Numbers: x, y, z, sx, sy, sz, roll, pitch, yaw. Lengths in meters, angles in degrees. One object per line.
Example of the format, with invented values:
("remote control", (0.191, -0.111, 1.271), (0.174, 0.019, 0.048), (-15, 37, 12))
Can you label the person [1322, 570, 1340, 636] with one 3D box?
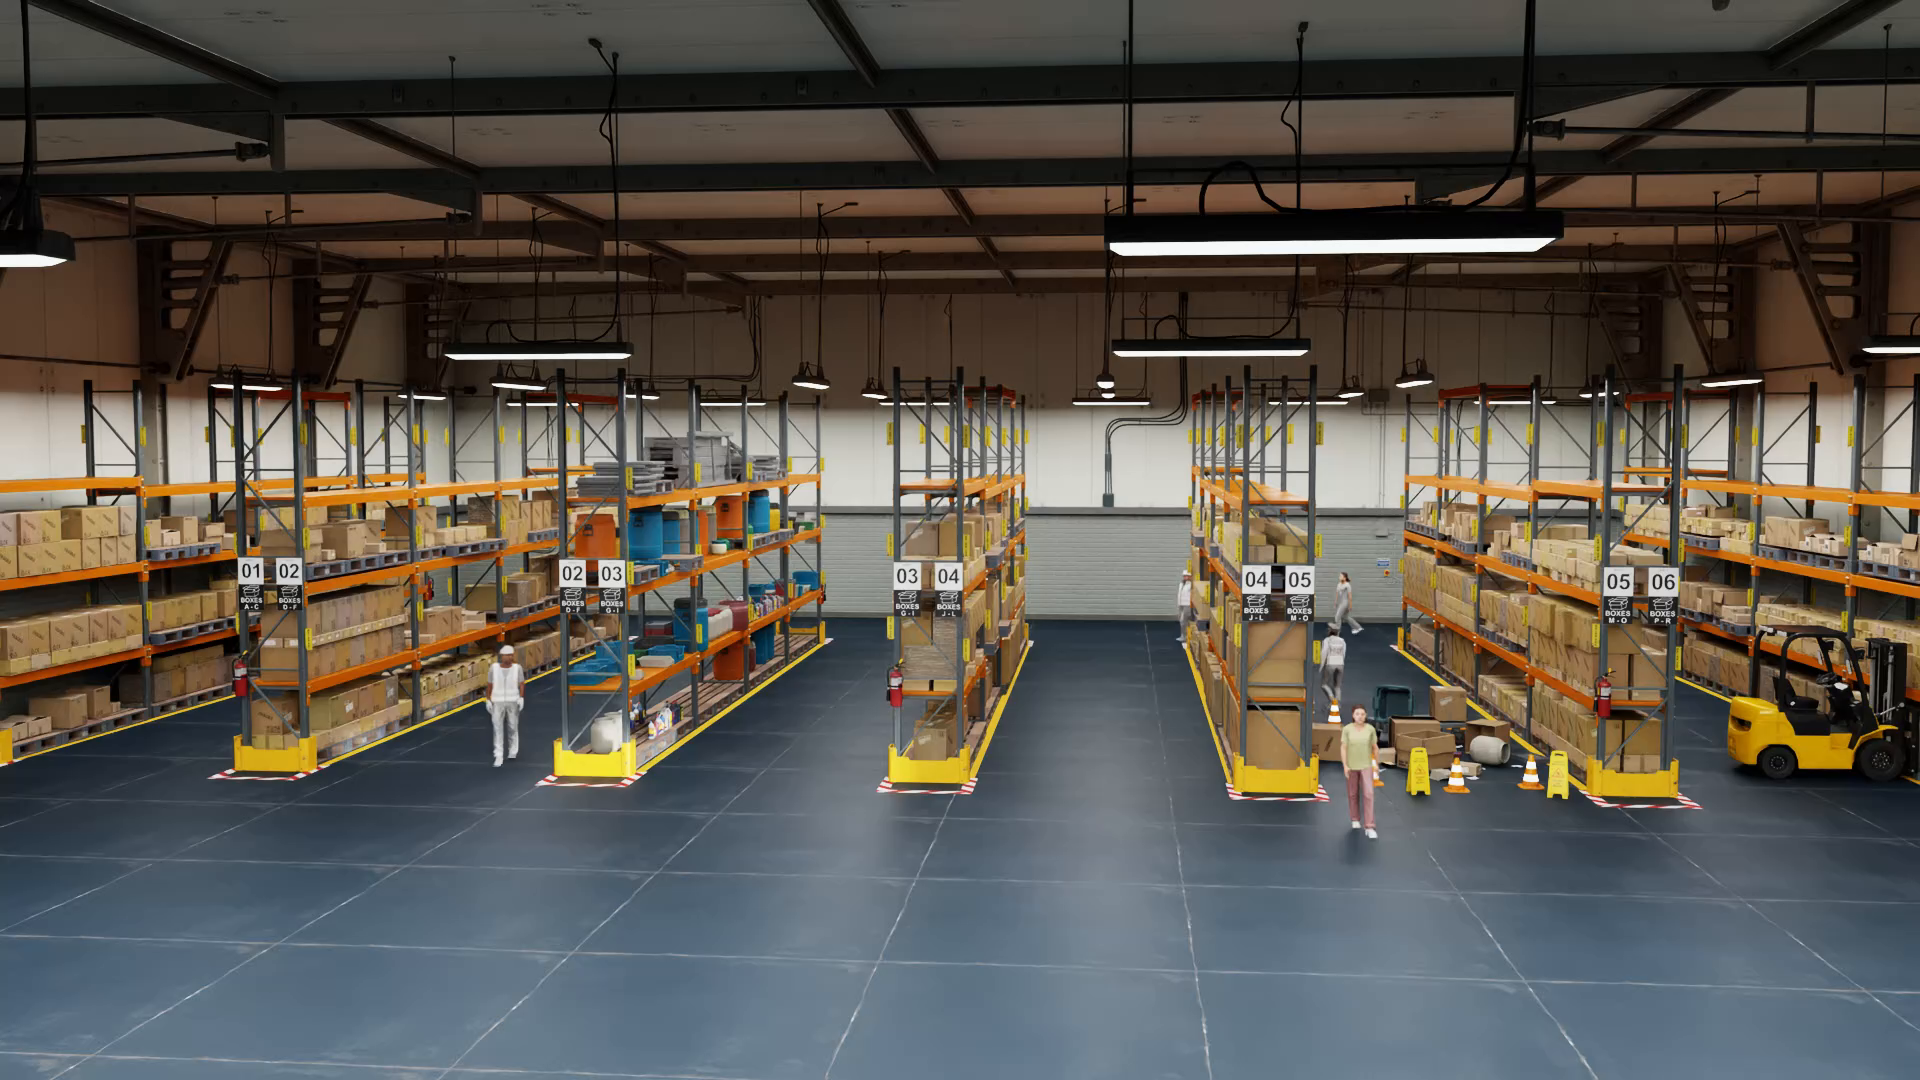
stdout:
("person", (9.290, 1.578, 41.405), (0.470, 1.664, 0.453), (-1, 4, -16))

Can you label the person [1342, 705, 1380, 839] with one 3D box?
("person", (5.049, 2.885, 20.899), (0.534, 1.621, 0.989), (3, 5, 39))

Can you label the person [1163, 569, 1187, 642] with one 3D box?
("person", (5.256, 1.619, 40.509), (0.562, 1.834, 0.596), (-2, 4, -29))

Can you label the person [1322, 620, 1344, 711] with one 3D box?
("person", (6.820, 2.314, 30.462), (0.451, 1.731, 0.766), (-1, 4, -18))

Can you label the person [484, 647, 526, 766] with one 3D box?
("person", (-6.976, 2.551, 25.649), (0.567, 1.770, 0.689), (-3, 5, -40))
